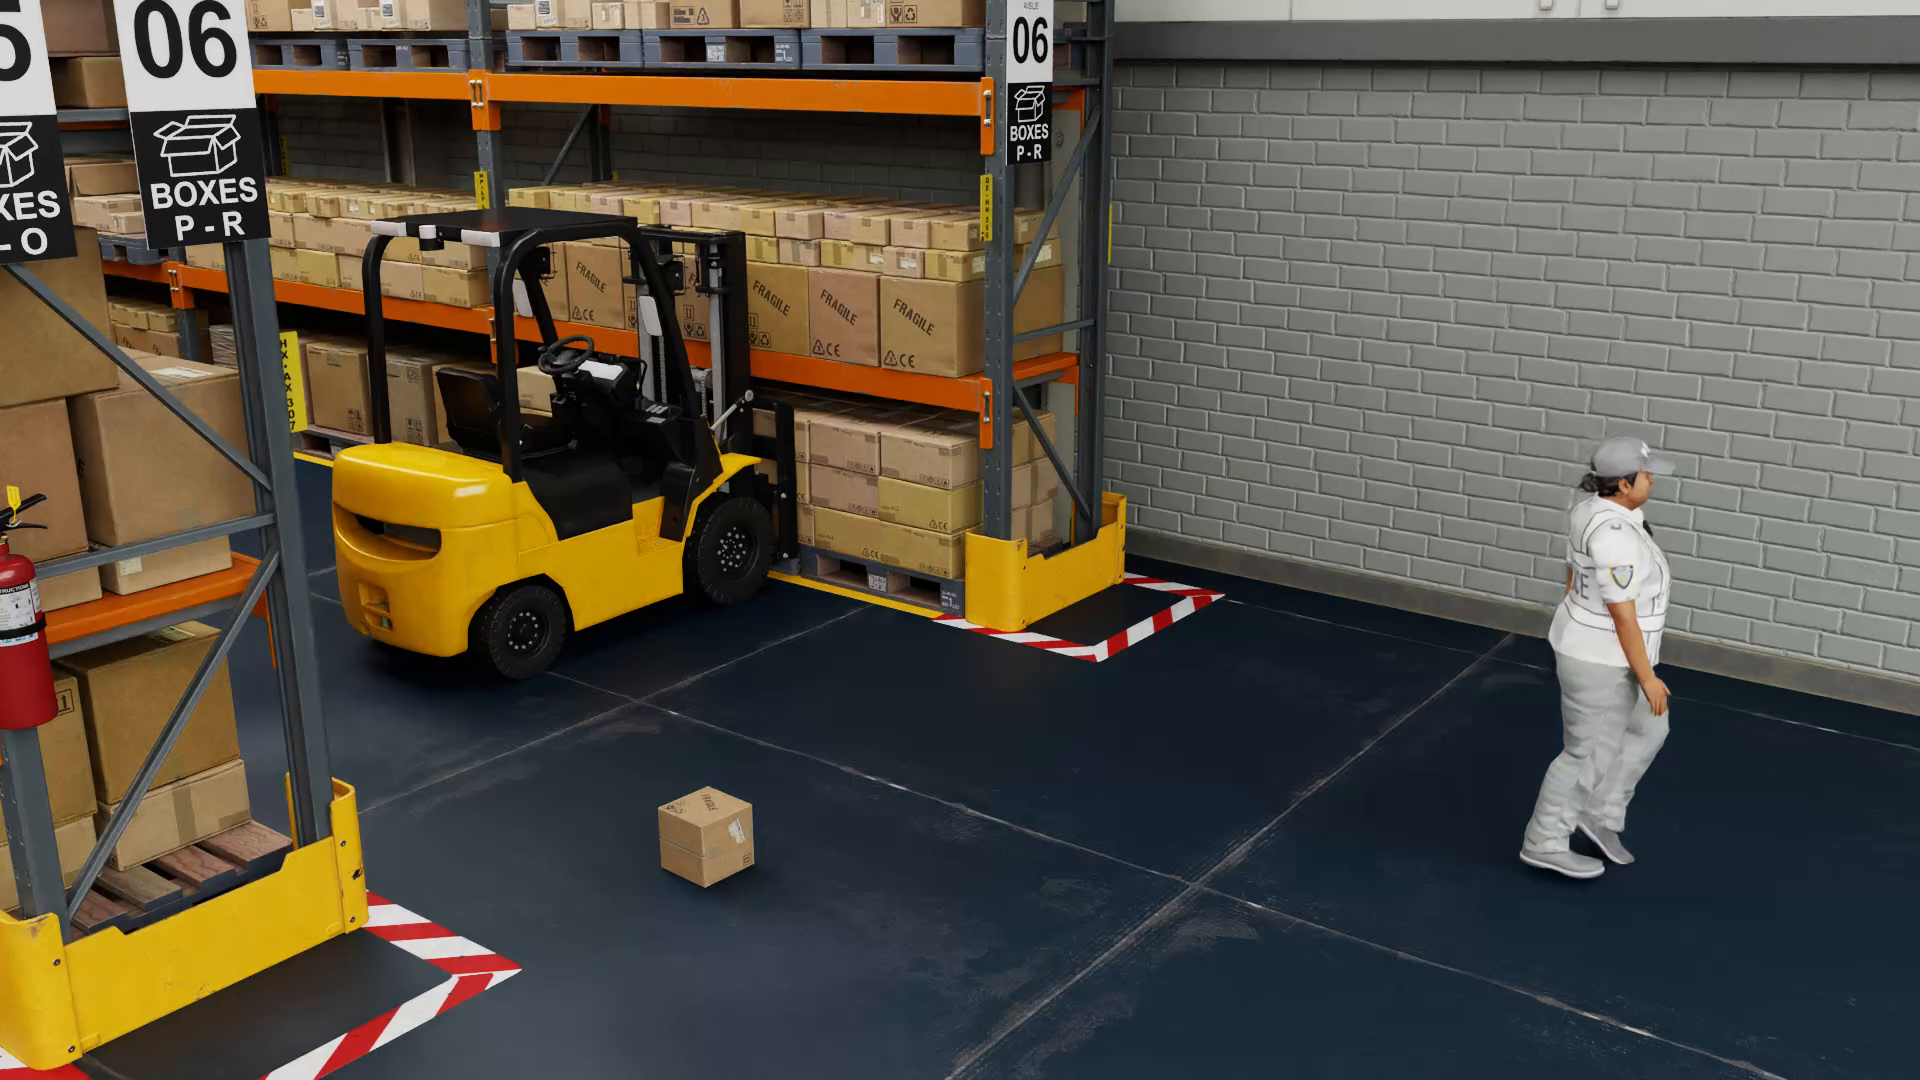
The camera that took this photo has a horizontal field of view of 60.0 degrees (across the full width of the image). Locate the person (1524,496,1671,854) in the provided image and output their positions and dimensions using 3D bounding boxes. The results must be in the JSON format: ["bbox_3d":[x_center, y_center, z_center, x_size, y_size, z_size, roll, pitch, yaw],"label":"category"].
[{"bbox_3d":[2.361,0.509,6.027,0.492,1.345,0.445,4,17,13],"label":"person"}]
